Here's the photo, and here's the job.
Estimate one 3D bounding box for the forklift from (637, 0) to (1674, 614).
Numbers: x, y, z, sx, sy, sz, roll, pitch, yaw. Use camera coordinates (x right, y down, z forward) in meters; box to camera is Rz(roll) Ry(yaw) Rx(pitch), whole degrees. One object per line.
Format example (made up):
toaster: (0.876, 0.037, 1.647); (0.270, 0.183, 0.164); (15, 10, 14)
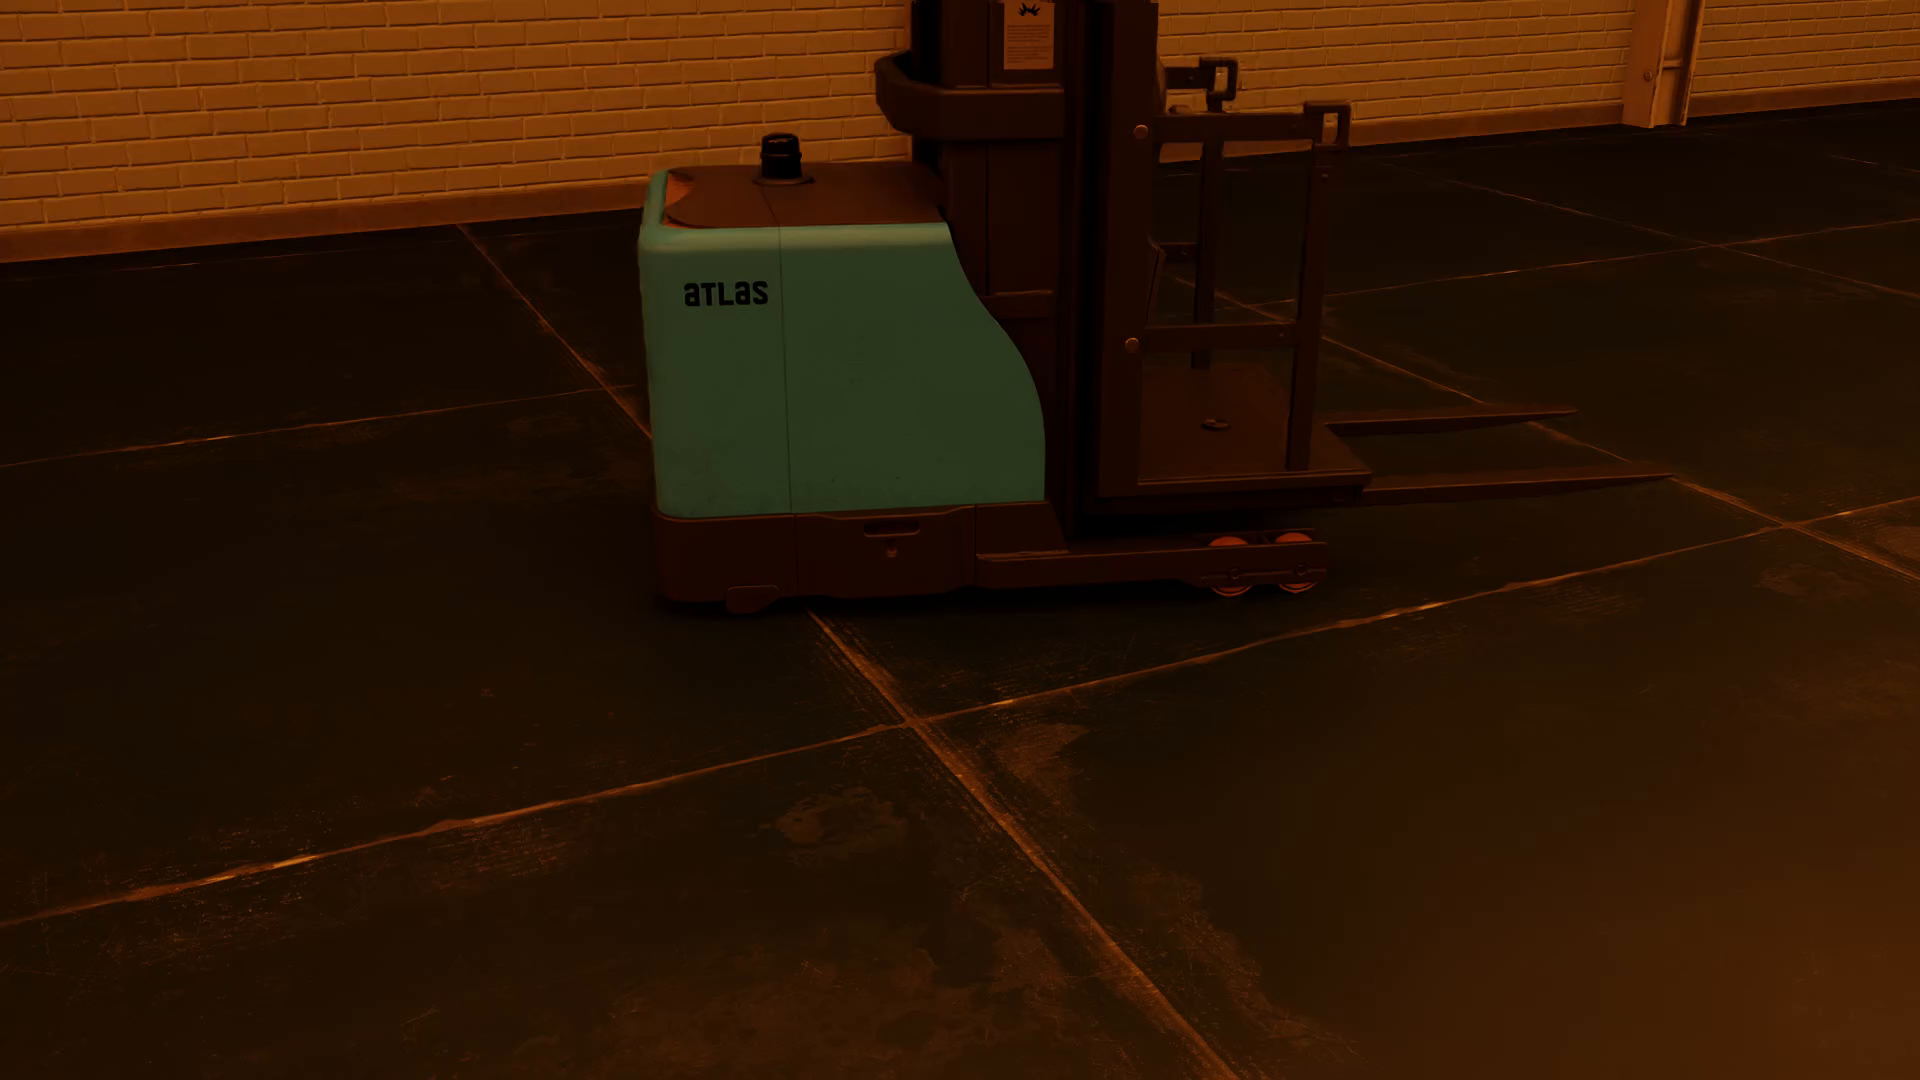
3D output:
forklift: (0.608, -1.392, 4.637); (3.031, 2.935, 1.130); (-3, 23, -7)
